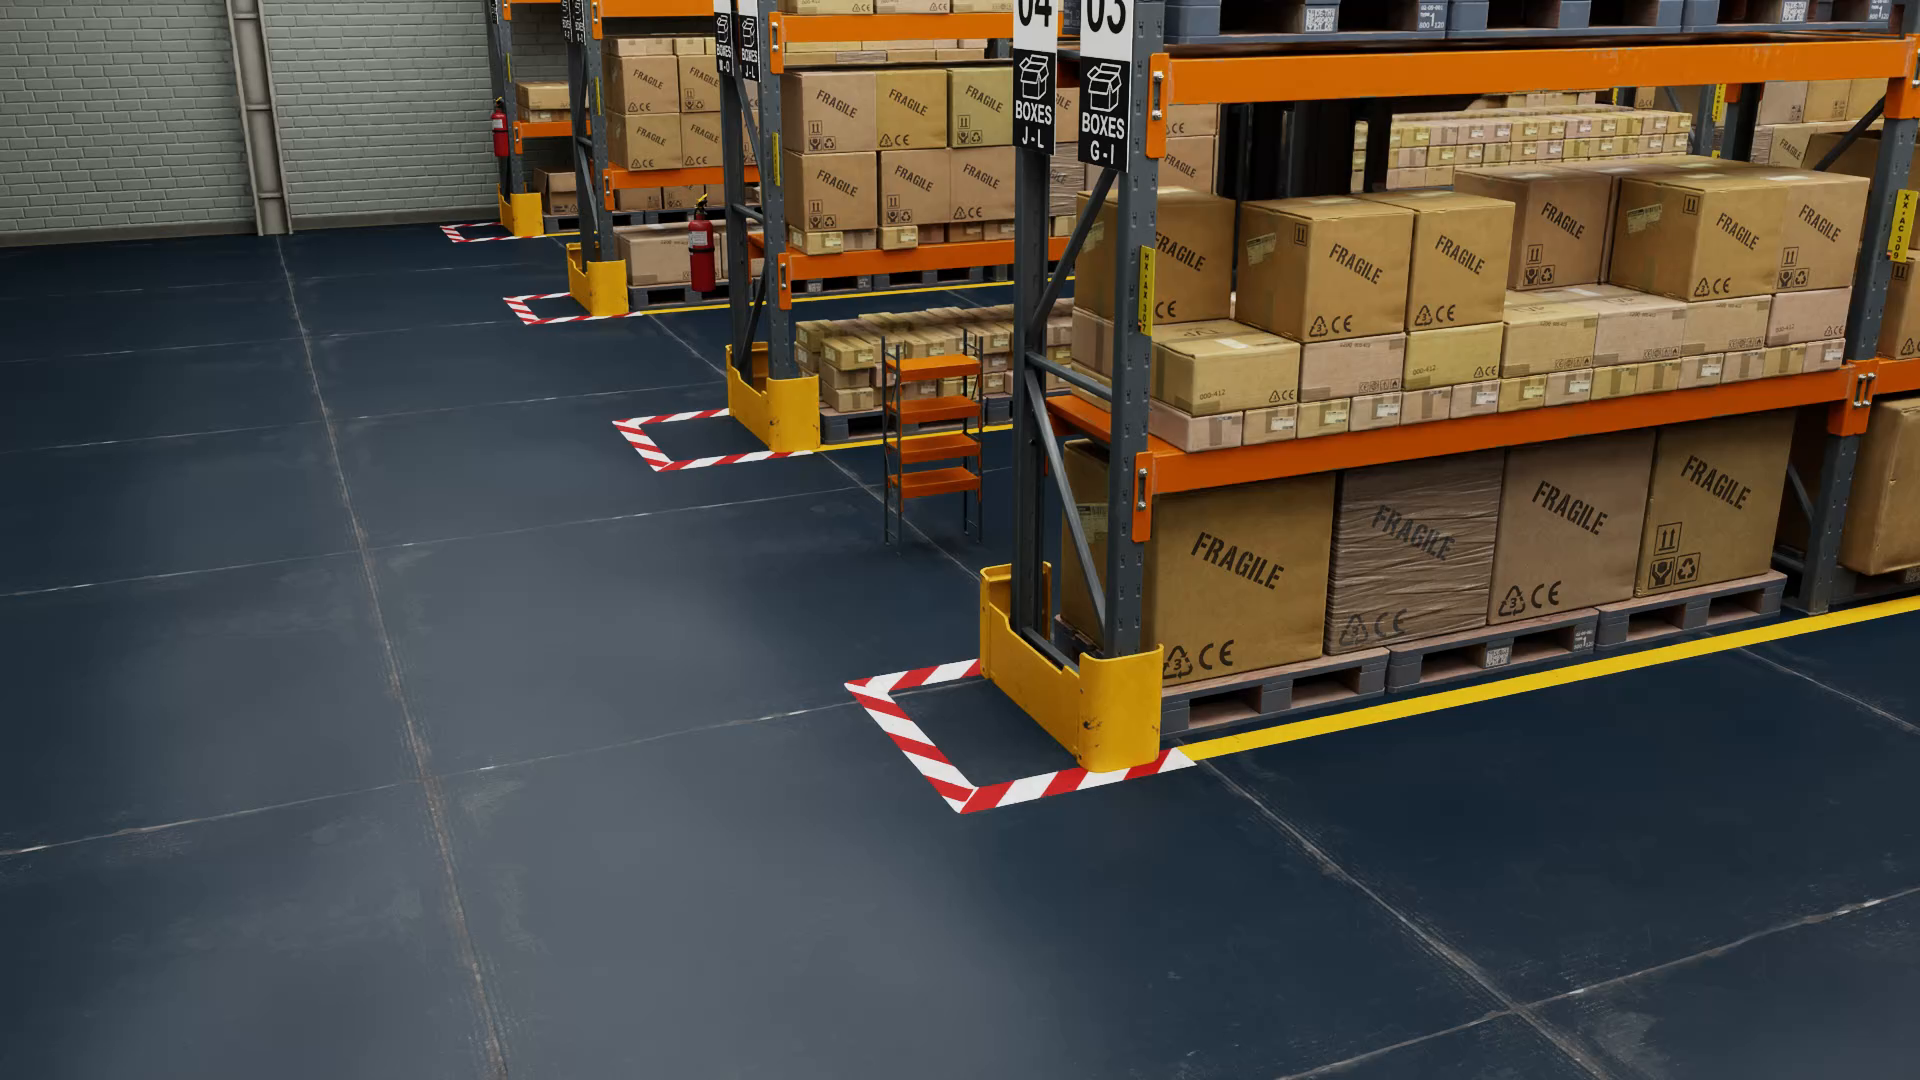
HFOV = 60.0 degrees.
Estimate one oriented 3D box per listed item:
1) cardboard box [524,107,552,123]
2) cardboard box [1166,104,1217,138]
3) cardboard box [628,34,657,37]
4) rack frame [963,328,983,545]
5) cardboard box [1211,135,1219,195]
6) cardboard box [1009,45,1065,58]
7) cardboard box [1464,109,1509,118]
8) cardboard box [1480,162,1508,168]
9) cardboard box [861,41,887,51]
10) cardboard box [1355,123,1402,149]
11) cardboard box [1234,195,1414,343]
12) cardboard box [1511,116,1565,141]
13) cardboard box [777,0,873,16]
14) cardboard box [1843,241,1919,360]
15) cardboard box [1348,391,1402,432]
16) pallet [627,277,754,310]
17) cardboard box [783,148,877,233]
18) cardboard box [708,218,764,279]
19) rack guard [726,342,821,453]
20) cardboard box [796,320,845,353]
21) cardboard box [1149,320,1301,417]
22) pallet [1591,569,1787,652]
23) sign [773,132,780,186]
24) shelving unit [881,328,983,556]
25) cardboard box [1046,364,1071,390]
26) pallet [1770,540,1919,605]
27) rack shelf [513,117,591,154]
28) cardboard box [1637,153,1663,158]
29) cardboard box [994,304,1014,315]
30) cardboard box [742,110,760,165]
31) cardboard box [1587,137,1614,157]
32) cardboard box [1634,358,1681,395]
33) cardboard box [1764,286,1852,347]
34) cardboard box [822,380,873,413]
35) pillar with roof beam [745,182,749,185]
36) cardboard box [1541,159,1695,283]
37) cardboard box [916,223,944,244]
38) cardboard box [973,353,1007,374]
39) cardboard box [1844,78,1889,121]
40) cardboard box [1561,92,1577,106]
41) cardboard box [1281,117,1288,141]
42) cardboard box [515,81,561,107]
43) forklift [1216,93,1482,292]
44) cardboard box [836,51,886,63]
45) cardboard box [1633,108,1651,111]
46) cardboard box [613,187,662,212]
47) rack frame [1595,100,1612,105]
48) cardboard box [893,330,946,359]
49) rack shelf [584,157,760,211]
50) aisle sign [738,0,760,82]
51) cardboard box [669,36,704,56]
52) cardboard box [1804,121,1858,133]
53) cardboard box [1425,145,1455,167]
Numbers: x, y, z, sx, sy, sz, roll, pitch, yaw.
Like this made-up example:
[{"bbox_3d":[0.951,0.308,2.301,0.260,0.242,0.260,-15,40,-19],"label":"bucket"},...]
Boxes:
[{"bbox_3d":[-5.000,-5.033,19.679,0.250,0.149,0.380,-8,21,-22],"label":"cardboard box"},{"bbox_3d":[1.488,-3.154,11.859,0.500,0.500,0.500,-9,21,-24],"label":"cardboard box"},{"bbox_3d":[-2.967,-4.653,15.587,0.250,0.149,0.380,-8,21,-21],"label":"cardboard box"},{"bbox_3d":[0.072,-0.576,9.352,0.015,1.200,0.240,-8,21,-22],"label":"rack frame"},{"bbox_3d":[1.953,-2.747,12.208,0.500,0.500,0.500,-8,21,-22],"label":"cardboard box"},{"bbox_3d":[0.749,-4.694,16.681,0.500,0.500,0.500,-8,21,-21],"label":"cardboard box"},{"bbox_3d":[4.251,-3.420,13.569,0.250,0.149,0.380,-7,21,-20],"label":"cardboard box"},{"bbox_3d":[4.026,-2.873,12.912,0.250,0.149,0.380,-9,21,-23],"label":"cardboard box"},{"bbox_3d":[-0.884,-4.778,15.943,0.250,0.149,0.380,-8,21,-22],"label":"cardboard box"},{"bbox_3d":[3.083,-3.019,12.431,0.250,0.149,0.380,-8,21,-20],"label":"cardboard box"},{"bbox_3d":[1.491,-1.127,6.854,0.500,0.500,0.500,-9,21,-23],"label":"cardboard box"},{"bbox_3d":[4.501,-3.222,13.005,0.250,0.149,0.380,-7,21,-19],"label":"cardboard box"},{"bbox_3d":[-0.874,-3.508,10.678,0.500,0.250,0.500,-7,21,-20],"label":"cardboard box"},{"bbox_3d":[4.678,-1.215,8.304,0.500,0.500,0.500,-8,21,-22],"label":"cardboard box"},{"bbox_3d":[1.650,-0.587,7.051,0.250,0.149,0.380,-8,21,-23],"label":"cardboard box"},{"bbox_3d":[-2.738,-2.493,16.284,1.213,0.211,1.003,-8,21,-22],"label":"pallet"},{"bbox_3d":[-0.866,-2.345,11.067,0.500,0.500,0.500,-7,21,-19],"label":"cardboard box"},{"bbox_3d":[-2.038,-2.909,16.492,0.875,0.438,0.875,-8,21,-20],"label":"cardboard box"},{"bbox_3d":[-1.318,-1.014,11.648,0.348,0.500,1.175,-8,21,-22],"label":"rack guard"},{"bbox_3d":[-1.002,-1.464,11.927,0.250,0.149,0.380,-8,21,-21],"label":"cardboard box"},{"bbox_3d":[1.032,-0.707,6.792,0.500,0.250,0.500,-9,21,-23],"label":"cardboard box"},{"bbox_3d":[3.428,0.208,8.612,1.213,0.211,1.003,-8,21,-22],"label":"pallet"},{"bbox_3d":[-1.173,-2.426,10.591,0.005,0.325,0.100,-8,21,-22],"label":"sign"},{"bbox_3d":[-0.152,-0.544,9.261,0.503,1.200,0.258,-8,21,-22],"label":"shelving unit"},{"bbox_3d":[0.635,-1.215,12.116,0.250,0.149,0.380,-8,21,-22],"label":"cardboard box"},{"bbox_3d":[4.836,0.008,9.182,1.213,0.211,1.003,-8,21,-22],"label":"pallet"},{"bbox_3d":[-3.574,-5.116,20.618,4.000,0.370,1.077,-8,21,-22],"label":"rack shelf"},{"bbox_3d":[5.458,-3.078,13.492,0.250,0.149,0.380,-8,21,-22],"label":"cardboard box"},{"bbox_3d":[0.442,-1.663,12.493,0.250,0.149,0.380,-8,21,-22],"label":"cardboard box"},{"bbox_3d":[-1.959,-3.838,15.756,0.500,0.500,0.500,-8,21,-22],"label":"cardboard box"},{"bbox_3d":[4.970,-3.147,13.242,0.250,0.149,0.380,-8,21,-22],"label":"cardboard box"},{"bbox_3d":[3.062,-0.789,7.625,0.250,0.149,0.380,-8,21,-21],"label":"cardboard box"},{"bbox_3d":[3.855,-1.115,7.949,0.500,0.250,0.500,-9,21,-23],"label":"cardboard box"},{"bbox_3d":[-0.780,-1.007,11.527,0.250,0.149,0.380,-8,21,-21],"label":"cardboard box"},{"bbox_3d":[-1.029,-7.419,17.042,0.400,9.000,9.100,-8,21,-22],"label":"pillar with roof beam"},{"bbox_3d":[3.161,-1.559,8.082,0.500,0.500,0.500,-8,21,-22],"label":"cardboard box"},{"bbox_3d":[-0.291,-2.148,11.484,0.250,0.149,0.380,-7,21,-19],"label":"cardboard box"},{"bbox_3d":[0.143,-1.310,11.937,0.250,0.149,0.380,-9,21,-25],"label":"cardboard box"},{"bbox_3d":[7.777,-4.012,14.745,0.500,0.500,0.700,-8,21,-22],"label":"cardboard box"},{"bbox_3d":[6.965,-5.156,19.395,0.250,0.149,0.380,-9,21,-24],"label":"cardboard box"},{"bbox_3d":[2.576,-3.181,12.891,0.250,0.149,0.380,-7,21,-19],"label":"cardboard box"},{"bbox_3d":[-5.094,-5.403,20.129,0.500,0.250,0.500,-8,21,-20],"label":"cardboard box"},{"bbox_3d":[2.358,-1.756,10.096,3.031,2.935,1.130,-9,21,-24],"label":"forklift"},{"bbox_3d":[-1.025,-4.444,15.970,0.500,0.500,0.500,-8,21,-21],"label":"cardboard box"},{"bbox_3d":[7.994,-5.083,19.819,0.250,0.149,0.380,-8,21,-22],"label":"cardboard box"},{"bbox_3d":[-4.011,-4.363,20.529,0.500,0.500,0.700,-7,21,-20],"label":"cardboard box"},{"bbox_3d":[7.577,-5.258,19.938,0.127,3.000,1.000,-8,21,-22],"label":"rack frame"},{"bbox_3d":[-0.284,-1.349,11.601,0.250,0.149,0.380,-8,21,-22],"label":"cardboard box"},{"bbox_3d":[-1.605,-3.603,16.321,4.000,0.370,1.077,-8,21,-22],"label":"rack shelf"},{"bbox_3d":[-1.336,-3.308,10.486,0.004,0.787,0.394,-8,21,-22],"label":"aisle sign"},{"bbox_3d":[-2.509,-4.521,15.214,0.250,0.149,0.380,-7,21,-20],"label":"cardboard box"},{"bbox_3d":[7.406,-3.393,14.491,0.500,0.500,0.500,-8,21,-22],"label":"cardboard box"},{"bbox_3d":[3.542,-2.944,12.664,0.250,0.149,0.380,-9,21,-24],"label":"cardboard box"}]
